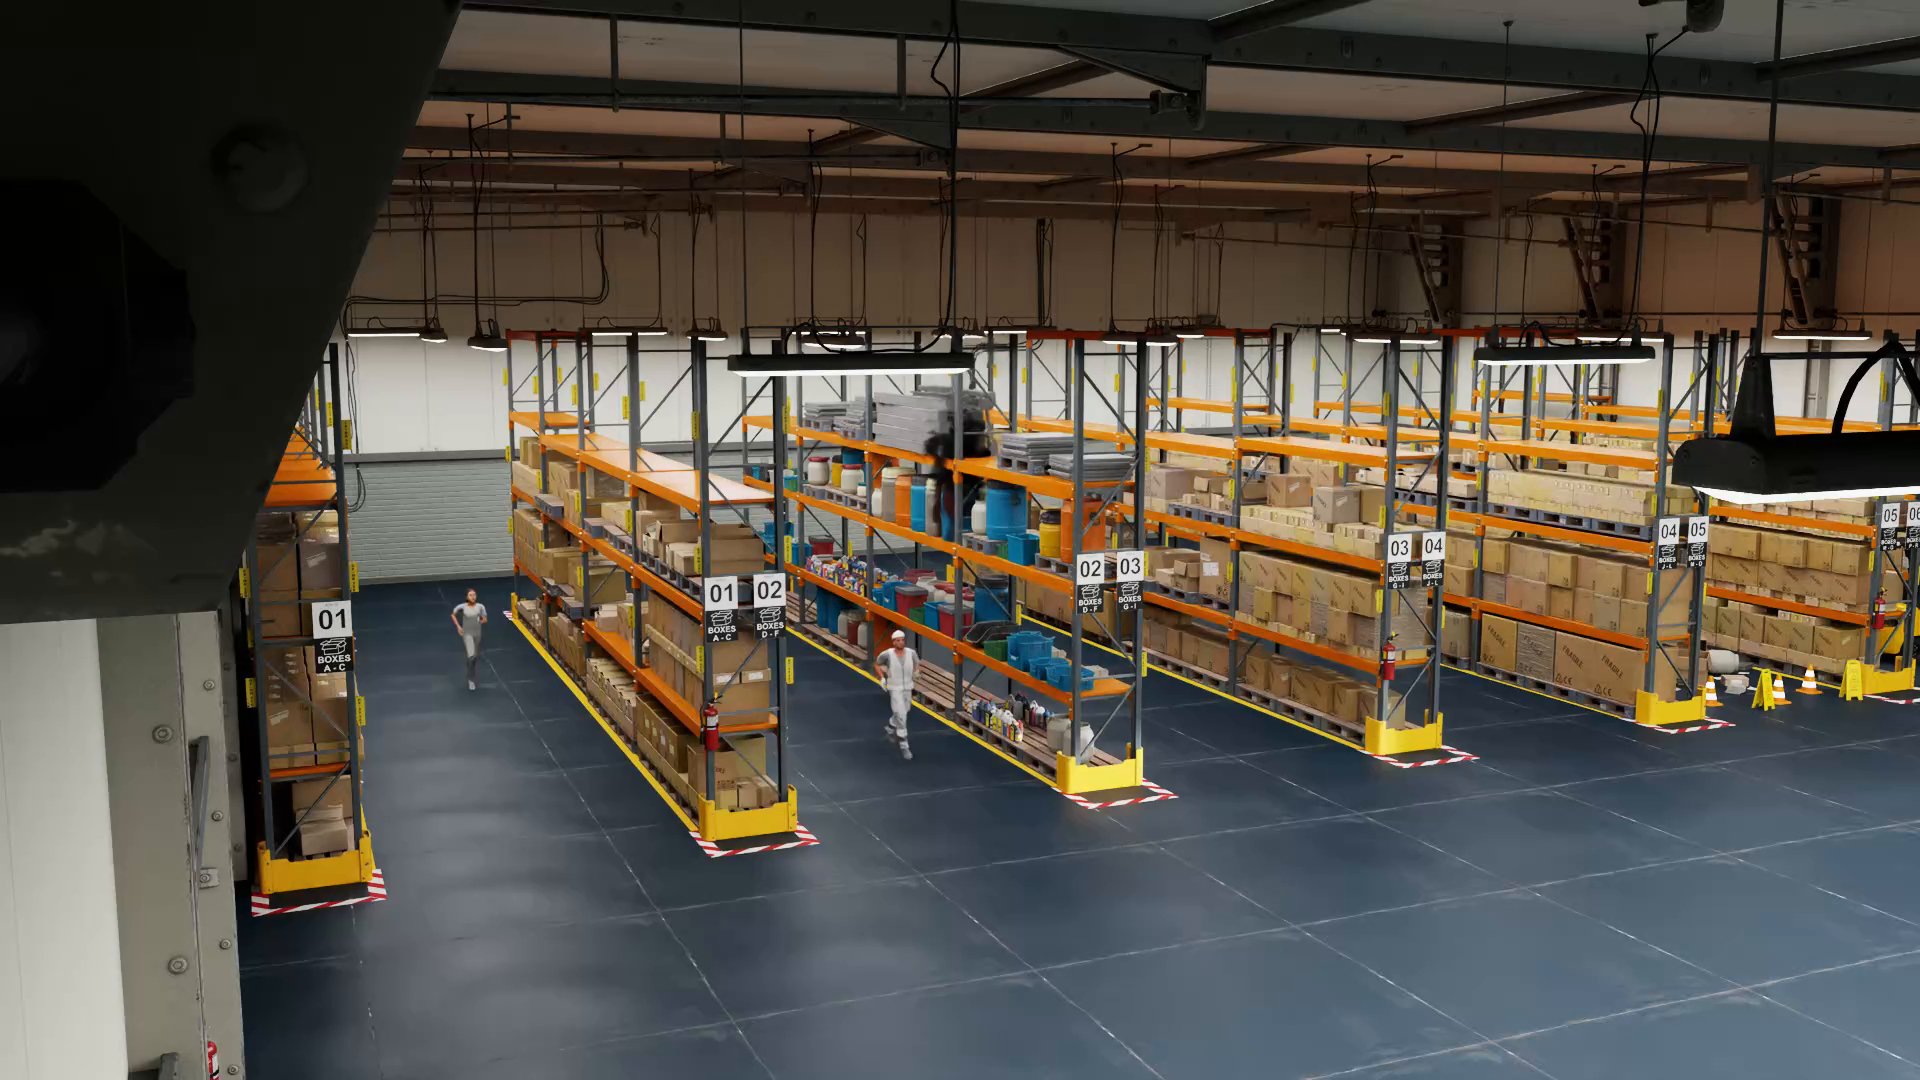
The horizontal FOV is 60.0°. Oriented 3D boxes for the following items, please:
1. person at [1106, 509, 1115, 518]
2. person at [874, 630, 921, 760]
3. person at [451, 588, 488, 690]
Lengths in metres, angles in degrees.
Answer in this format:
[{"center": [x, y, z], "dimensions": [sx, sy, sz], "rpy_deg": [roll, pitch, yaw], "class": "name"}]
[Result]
[{"center": [3.637, -0.010, 40.725], "dimensions": [0.594, 1.653, 0.779], "rpy_deg": [2, 8, 16], "class": "person"}, {"center": [-0.859, 2.179, 24.015], "dimensions": [0.634, 1.803, 0.929], "rpy_deg": [-4, 9, -27], "class": "person"}, {"center": [-8.314, 1.667, 28.310], "dimensions": [0.545, 1.726, 0.758], "rpy_deg": [-6, 10, -35], "class": "person"}]
